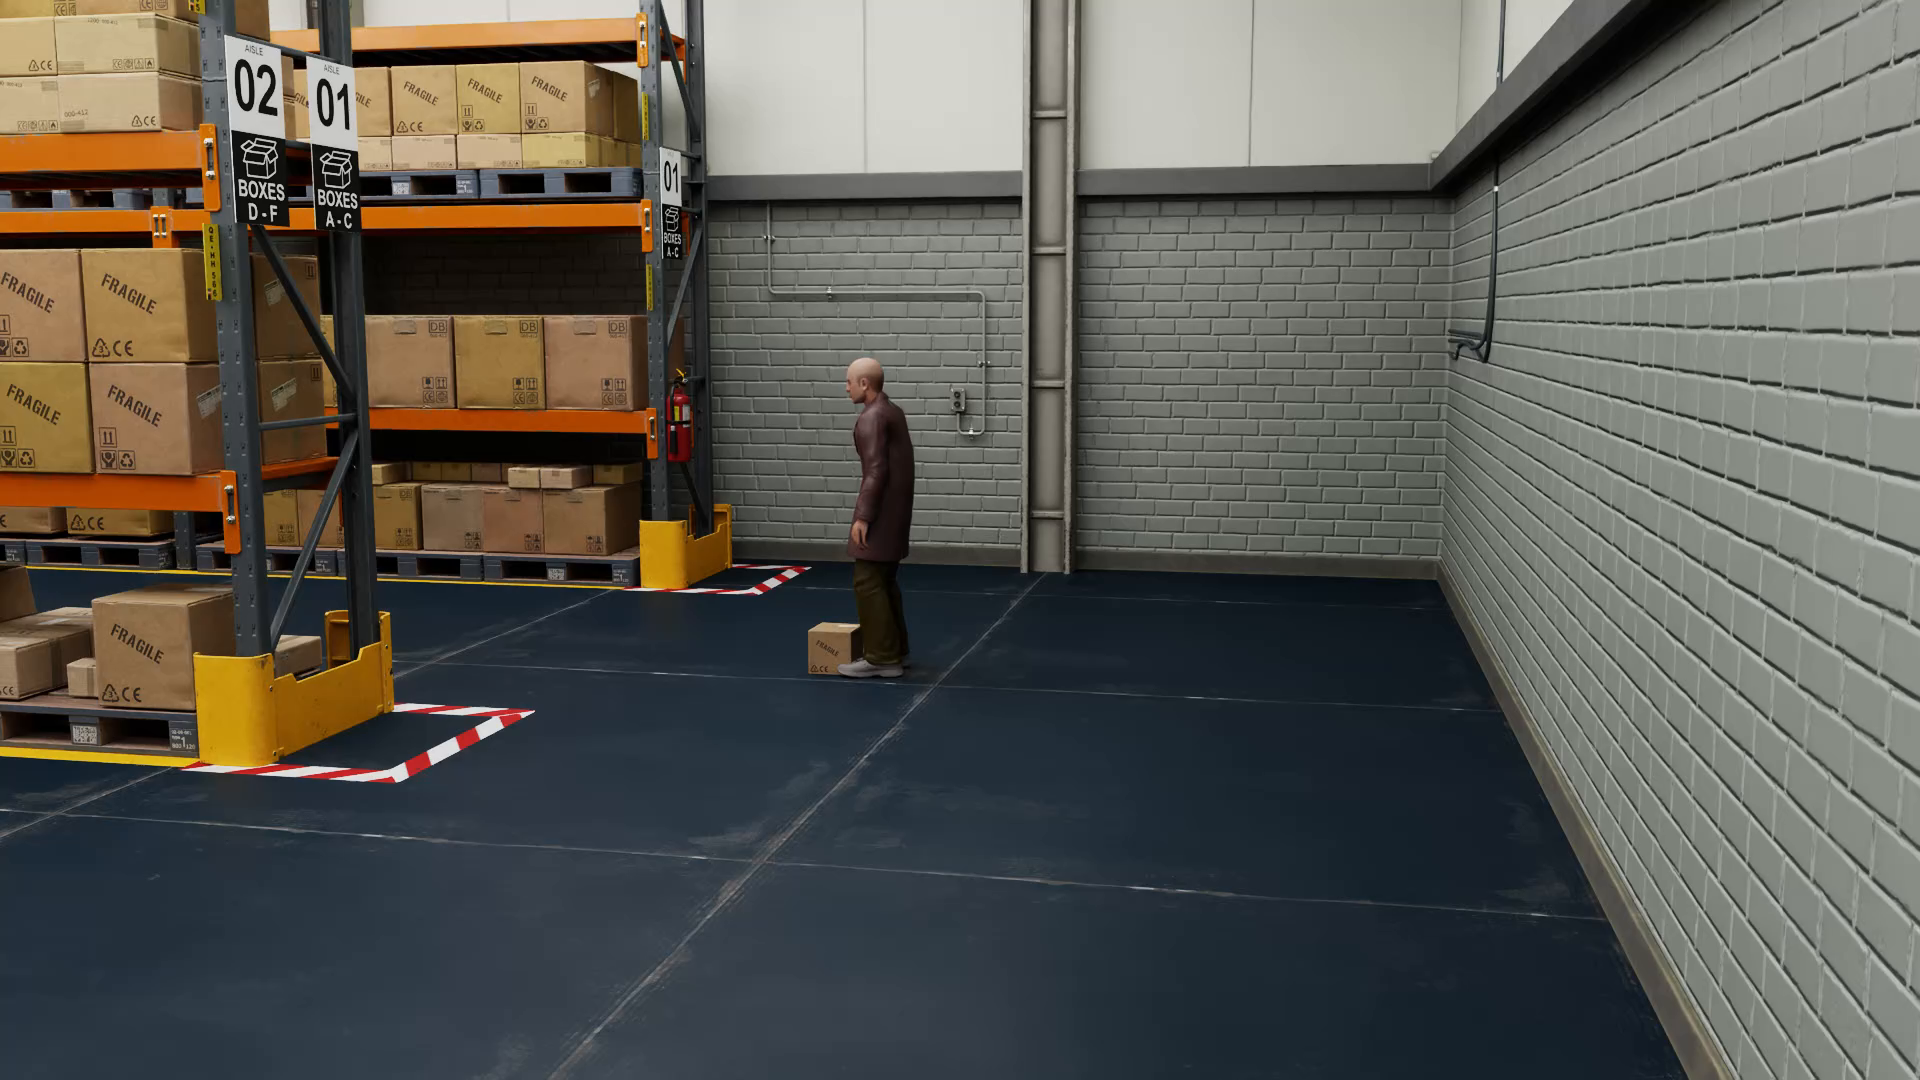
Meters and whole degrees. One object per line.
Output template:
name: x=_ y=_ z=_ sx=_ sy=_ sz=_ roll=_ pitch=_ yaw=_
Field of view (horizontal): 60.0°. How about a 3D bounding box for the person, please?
person: x=-0.462 y=-0.130 z=9.313 sx=0.417 sy=1.773 sz=0.651 roll=1 pitch=8 yaw=10
